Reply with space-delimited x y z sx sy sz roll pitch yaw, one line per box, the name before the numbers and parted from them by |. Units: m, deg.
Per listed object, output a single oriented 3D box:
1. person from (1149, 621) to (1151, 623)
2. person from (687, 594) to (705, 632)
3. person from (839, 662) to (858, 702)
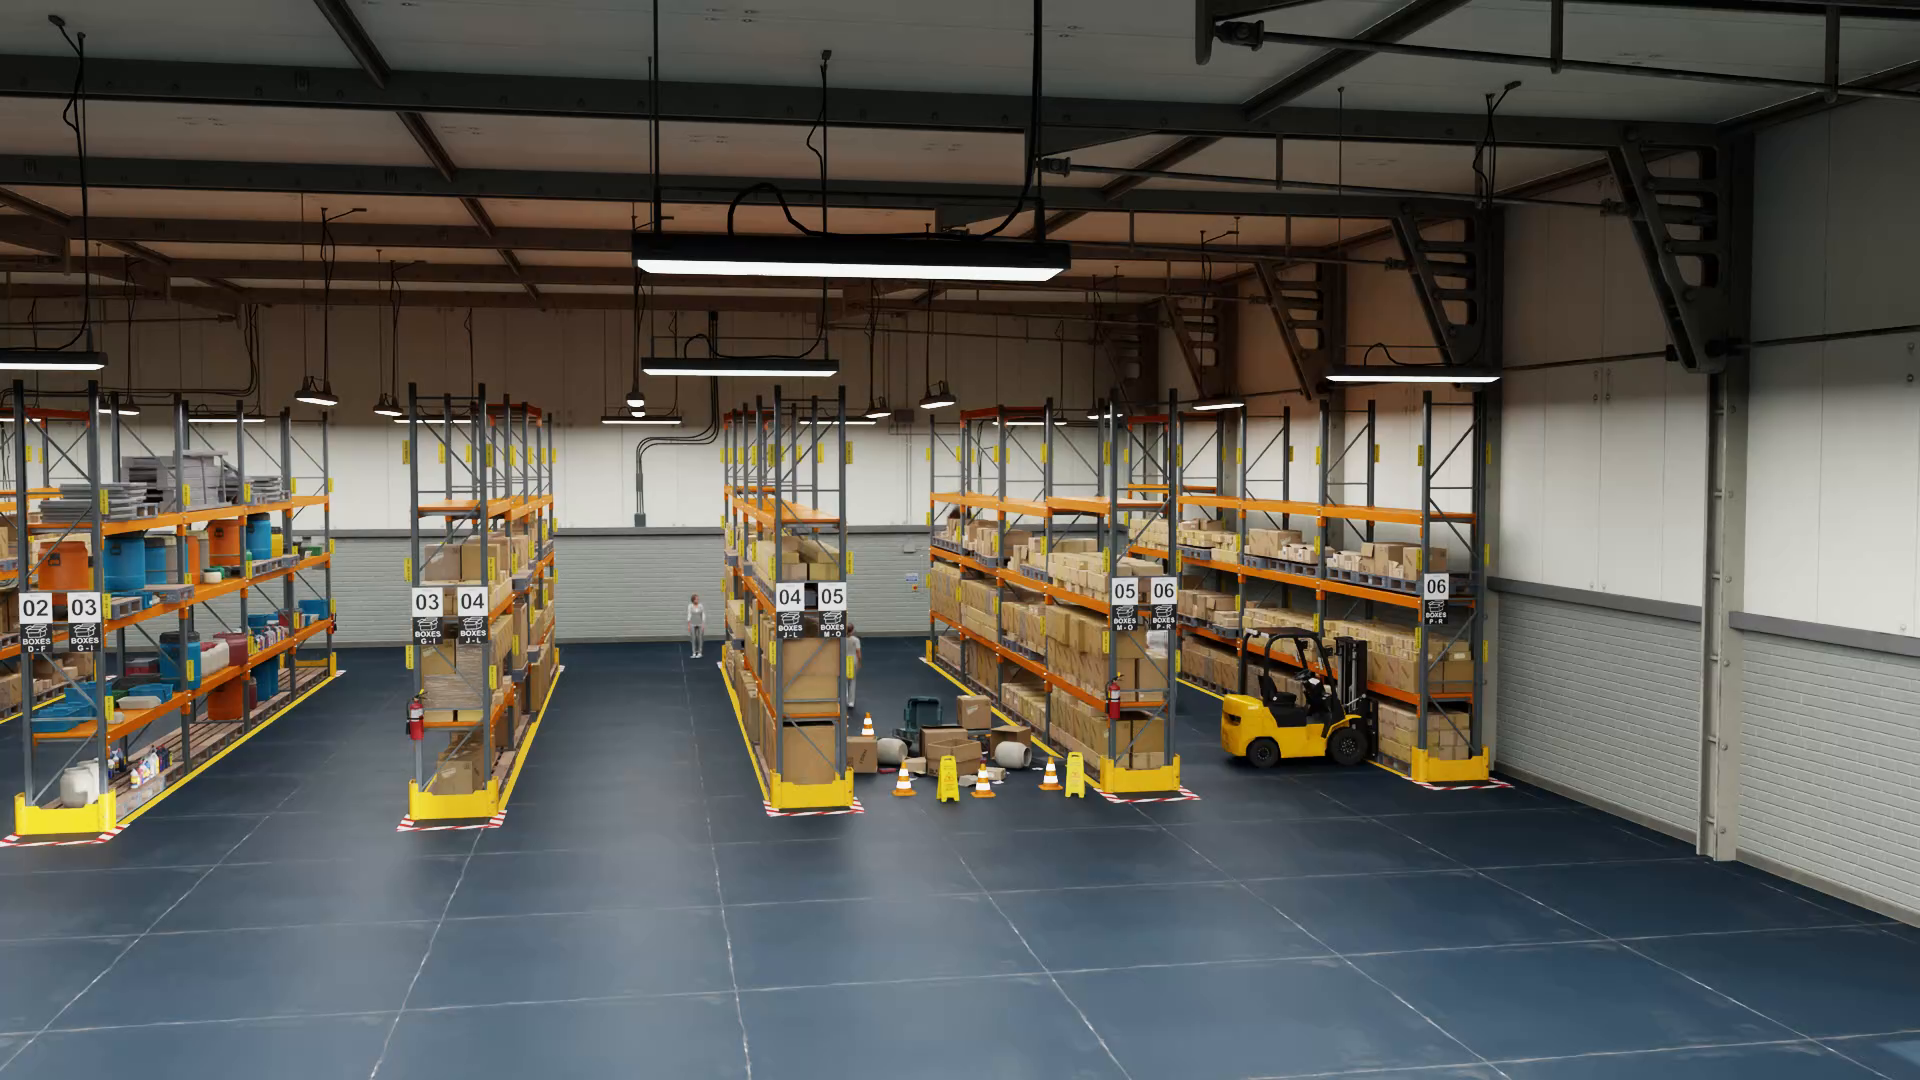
person | 3.952 2.407 33.819 0.460 1.531 0.619 -1 3 -17
person | -6.523 1.801 41.060 0.440 0.942 0.347 -1 3 -15
person | -2.220 2.640 33.170 0.375 1.183 0.436 0 3 -7
